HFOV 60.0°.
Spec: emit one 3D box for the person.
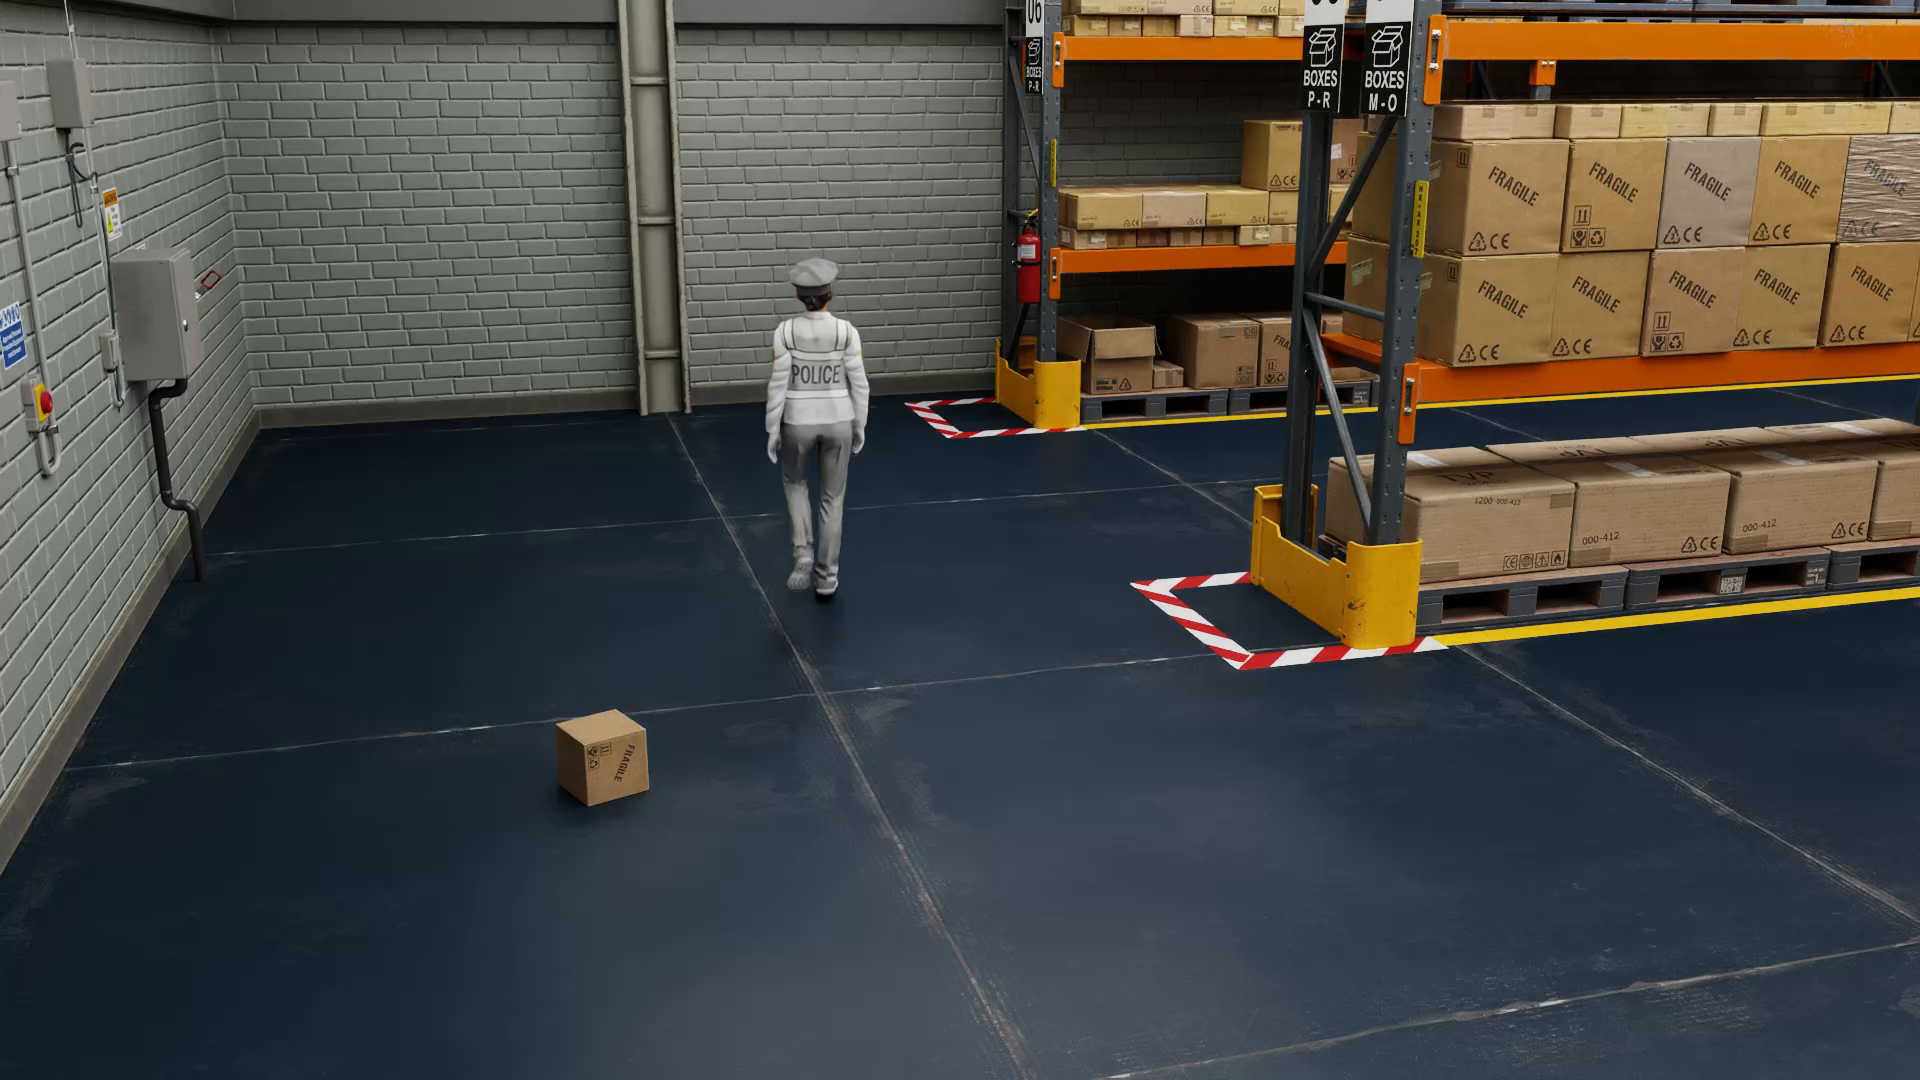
[{"bbox_3d":[-0.711,-0.555,8.360,0.518,1.718,0.441,-1,16,-2],"label":"person"}]
